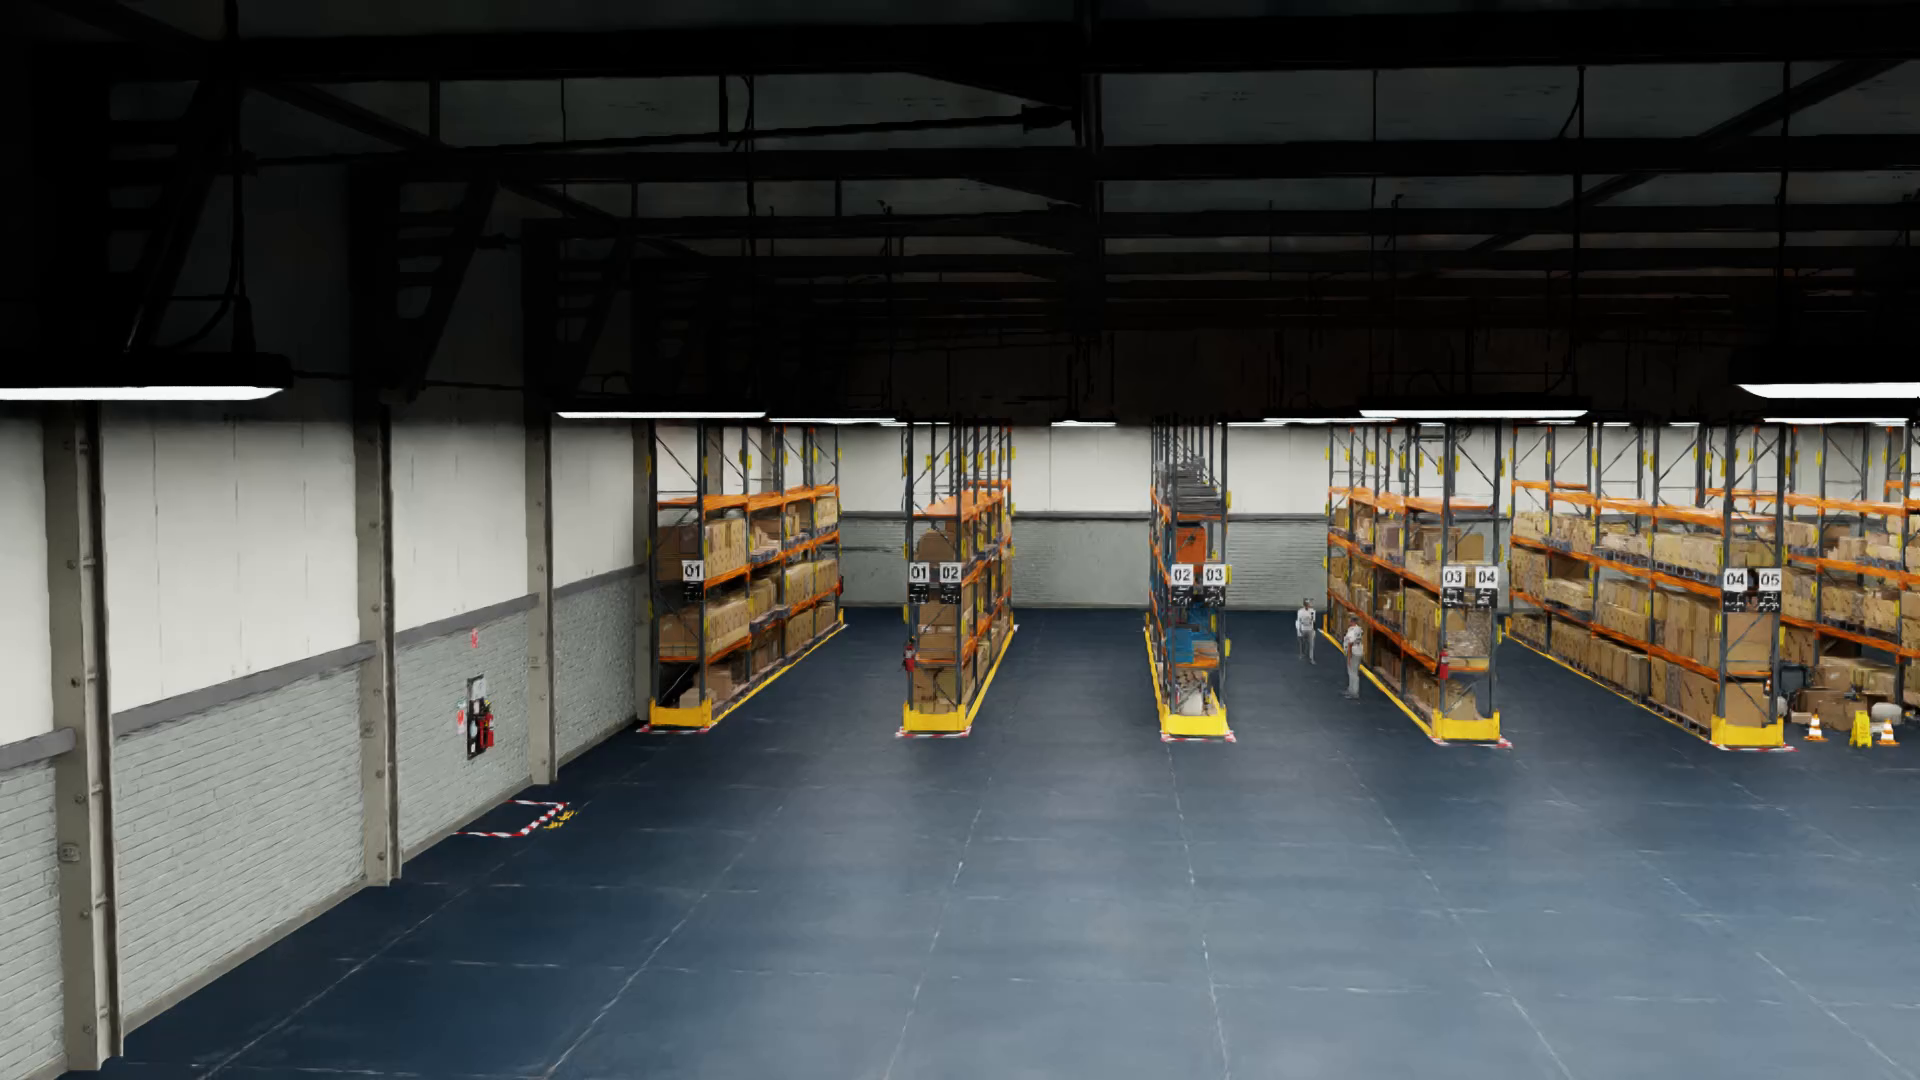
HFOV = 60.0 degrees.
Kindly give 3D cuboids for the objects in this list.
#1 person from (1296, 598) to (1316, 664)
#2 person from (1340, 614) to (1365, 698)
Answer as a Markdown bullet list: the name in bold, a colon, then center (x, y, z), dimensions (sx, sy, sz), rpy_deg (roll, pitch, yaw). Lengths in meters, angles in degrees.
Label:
- **person**: center (8.434, 2.183, 40.515), dimensions (0.495, 1.589, 1.086), rpy_deg (0, 4, 7)
- **person**: center (8.321, 2.455, 35.378), dimensions (0.501, 1.758, 0.588), rpy_deg (3, 5, 35)
